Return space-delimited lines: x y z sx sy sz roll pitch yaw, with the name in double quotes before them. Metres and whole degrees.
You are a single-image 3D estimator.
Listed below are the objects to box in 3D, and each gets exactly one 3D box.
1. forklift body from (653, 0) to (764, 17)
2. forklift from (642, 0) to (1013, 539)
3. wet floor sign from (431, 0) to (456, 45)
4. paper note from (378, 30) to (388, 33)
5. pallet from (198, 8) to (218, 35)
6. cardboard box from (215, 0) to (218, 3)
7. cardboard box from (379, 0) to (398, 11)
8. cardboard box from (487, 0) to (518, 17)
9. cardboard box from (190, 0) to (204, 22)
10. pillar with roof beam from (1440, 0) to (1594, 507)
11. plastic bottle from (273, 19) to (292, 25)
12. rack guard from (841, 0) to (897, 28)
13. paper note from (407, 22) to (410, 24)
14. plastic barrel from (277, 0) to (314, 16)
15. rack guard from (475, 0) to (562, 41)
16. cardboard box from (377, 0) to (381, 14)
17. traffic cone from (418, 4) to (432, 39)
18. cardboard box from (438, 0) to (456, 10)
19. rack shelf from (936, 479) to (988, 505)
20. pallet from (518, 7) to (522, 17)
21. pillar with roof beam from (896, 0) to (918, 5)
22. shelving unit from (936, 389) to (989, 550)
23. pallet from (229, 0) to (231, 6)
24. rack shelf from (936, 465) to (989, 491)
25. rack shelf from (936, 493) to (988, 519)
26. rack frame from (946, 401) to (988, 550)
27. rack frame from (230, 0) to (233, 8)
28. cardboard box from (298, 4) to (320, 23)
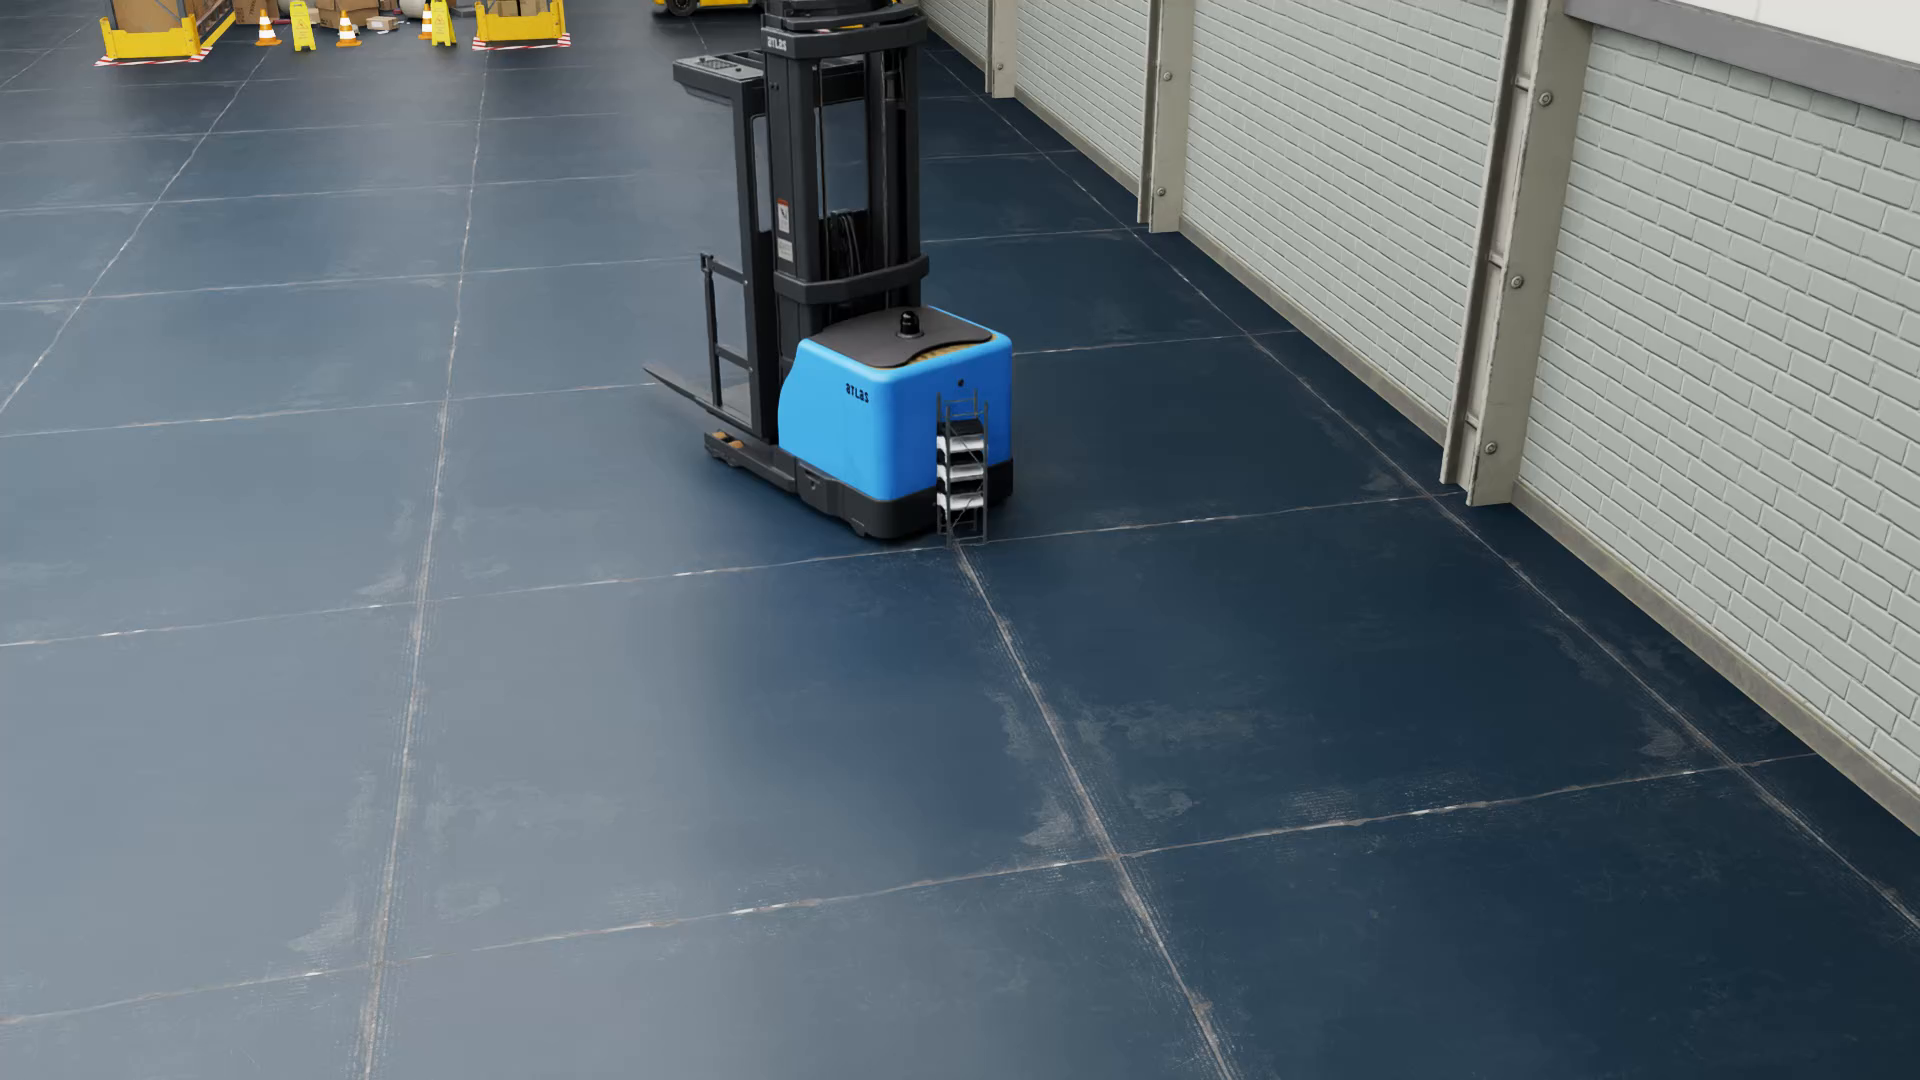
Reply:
"forklift body" -3.763 -9.419 26.024 2.313 2.155 1.214 -6 27 -12
"forklift" -1.007 -1.906 10.273 1.130 2.935 3.031 -21 33 -35
"wet floor sign" -7.393 -7.402 23.699 0.267 0.644 0.232 3 27 6
"paper note" -8.546 -7.532 24.640 0.148 0.019 0.142 -16 31 -29
"pallet" -11.721 -7.731 24.832 1.003 0.211 1.213 -6 27 -12
"cardboard box" -12.021 -8.810 25.767 0.875 0.875 0.875 -6 27 -11
"cardboard box" -9.202 -8.605 26.504 0.396 0.266 0.258 19 32 32
"cardboard box" -6.843 -7.943 24.744 0.500 0.250 0.500 -6 27 -12
"cardboard box" -11.611 -8.014 24.191 0.875 0.875 0.875 -6 27 -12
"pillar with roof beam" -0.975 -3.887 7.464 9.100 9.000 0.400 -6 27 -12
"plastic bottle" -10.303 -7.896 25.327 0.283 0.061 0.133 -16 31 -29
"rack guard" -1.553 -8.024 25.093 1.175 0.500 0.348 -6 27 -12
"paper note" -8.413 -7.886 25.363 0.032 0.001 0.123 -6 27 -12
"plastic barrel" -10.345 -8.362 25.847 0.512 0.421 0.421 13 30 24
"rack guard" -6.411 -7.562 24.178 1.175 0.500 0.348 -6 27 -12
"cardboard box" -9.475 -8.515 25.911 0.797 0.637 0.503 -6 27 -12
"traffic cone" -7.747 -7.570 24.235 0.336 0.463 0.334 -6 27 -12
"cardboard box" -8.379 -8.678 26.385 0.500 0.500 0.500 13 30 24
"rack shelf" 0.012 -0.291 9.601 0.258 0.077 0.200 -7 28 -14
"pallet" -6.559 -7.794 24.957 1.003 0.211 1.213 -6 27 -12
"pillar with roof beam" -5.031 -11.789 23.120 9.100 9.000 0.400 -6 27 -12
"shelving unit" 0.012 -0.401 9.545 0.258 0.900 0.210 -7 28 -14
"pallet" -12.342 -8.940 27.228 1.003 0.211 1.213 -6 27 -12
"rack shelf" 0.012 -0.371 9.560 0.258 0.077 0.200 -7 28 -14
"rack shelf" 0.012 -0.210 9.641 0.258 0.077 0.200 -7 28 -14
"rack frame" 0.039 -0.357 9.458 0.240 0.900 0.006 -7 28 -14
"rack frame" -12.095 -9.854 25.944 1.000 3.000 0.127 -6 27 -12
"cardboard box" -9.913 -8.066 25.436 0.396 0.266 0.258 -1 27 -3
